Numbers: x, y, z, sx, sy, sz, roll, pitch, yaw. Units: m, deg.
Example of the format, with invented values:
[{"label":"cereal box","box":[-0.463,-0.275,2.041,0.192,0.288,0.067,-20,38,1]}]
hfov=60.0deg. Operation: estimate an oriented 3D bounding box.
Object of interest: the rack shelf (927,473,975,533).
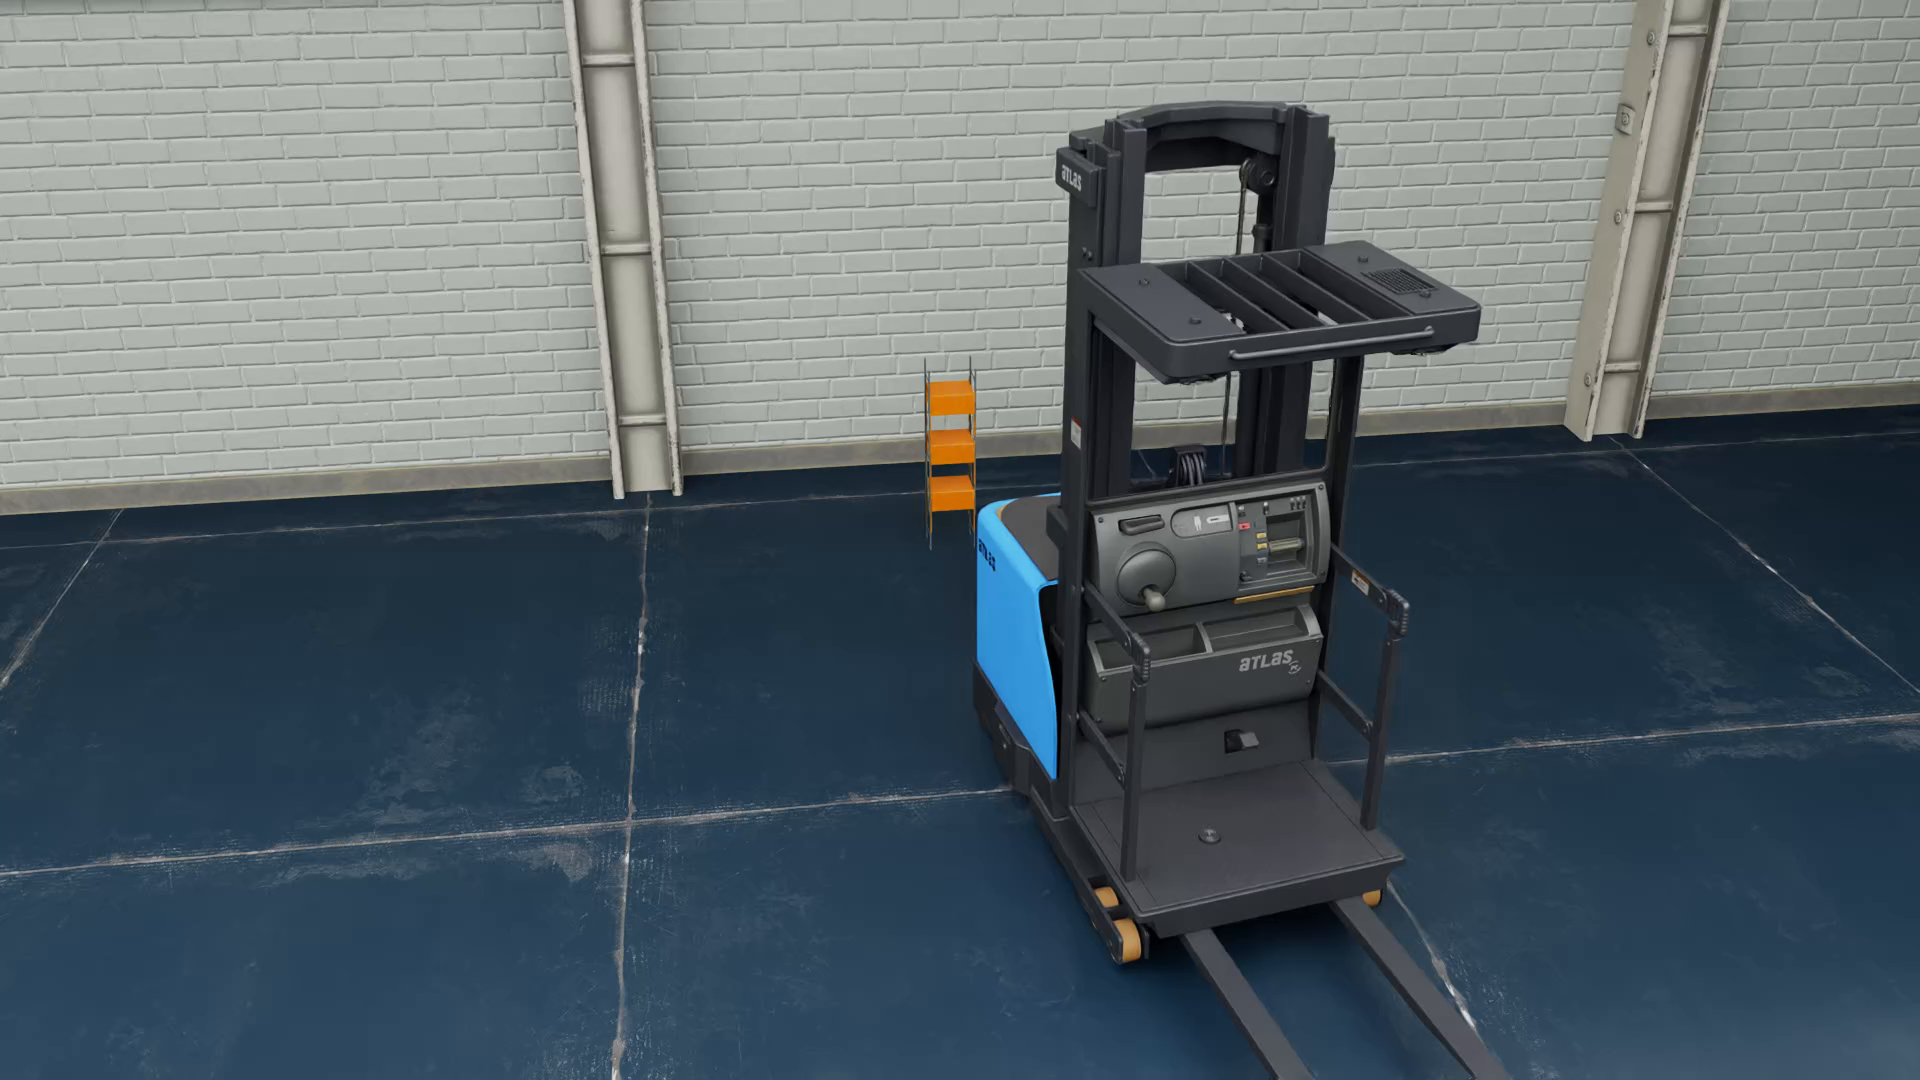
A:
[{"label":"rack shelf","box":[-0.053,-0.207,9.135,0.240,0.259,0.215,-4,27,-7]}]

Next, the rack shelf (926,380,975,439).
[{"label":"rack shelf","box":[-0.053,-0.707,8.879,0.240,0.259,0.215,-4,27,-7]}]

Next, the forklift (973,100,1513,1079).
[{"label":"forklift","box":[0.998,0.063,5.918,1.130,2.935,3.031,-8,28,-16]}]

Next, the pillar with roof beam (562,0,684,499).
[{"label":"pillar with roof beam","box":[-1.245,-2.379,4.029,0.400,9.000,9.100,-4,27,-7]}]

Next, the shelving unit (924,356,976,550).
[{"label":"shelving unit","box":[-0.053,-0.464,9.004,0.252,1.050,0.215,-4,27,-7]}]

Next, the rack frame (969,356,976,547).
[{"label":"rack frame","box":[0.068,-0.471,9.019,0.008,1.050,0.200,-4,27,-7]}]

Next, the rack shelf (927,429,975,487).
[{"label":"rack shelf","box":[-0.053,-0.454,9.008,0.240,0.259,0.215,-4,27,-7]}]

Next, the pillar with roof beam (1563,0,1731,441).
[{"label":"pillar with roof beam","box":[4.696,-2.760,4.773,0.400,9.000,9.100,-4,27,-7]}]

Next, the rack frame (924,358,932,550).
[{"label":"rack frame","box":[-0.174,-0.456,8.989,0.008,1.050,0.200,-4,27,-7]}]
